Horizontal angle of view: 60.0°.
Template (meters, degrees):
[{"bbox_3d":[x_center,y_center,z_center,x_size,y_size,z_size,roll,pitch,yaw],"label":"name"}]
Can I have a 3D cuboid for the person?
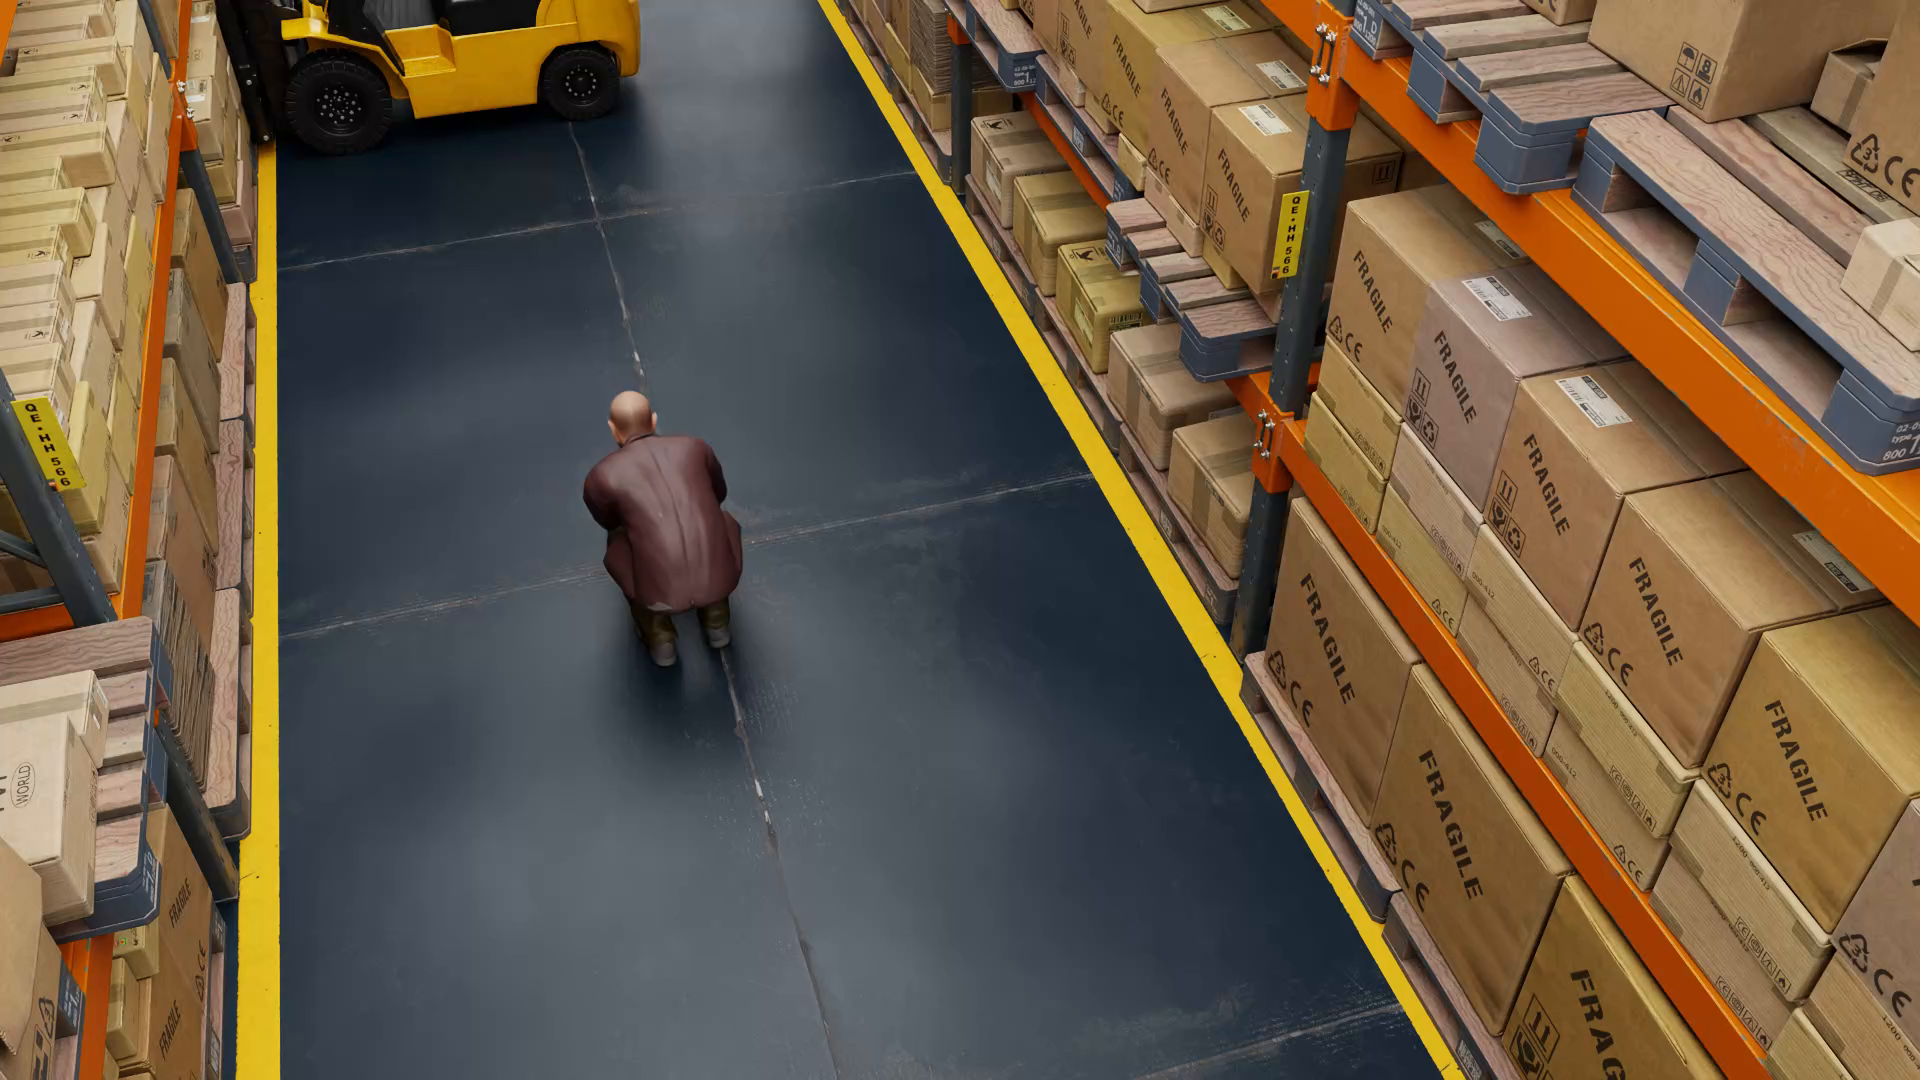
[{"bbox_3d":[-1.208,-0.055,6.823,0.607,0.997,0.894,-12,43,-13],"label":"person"}]
